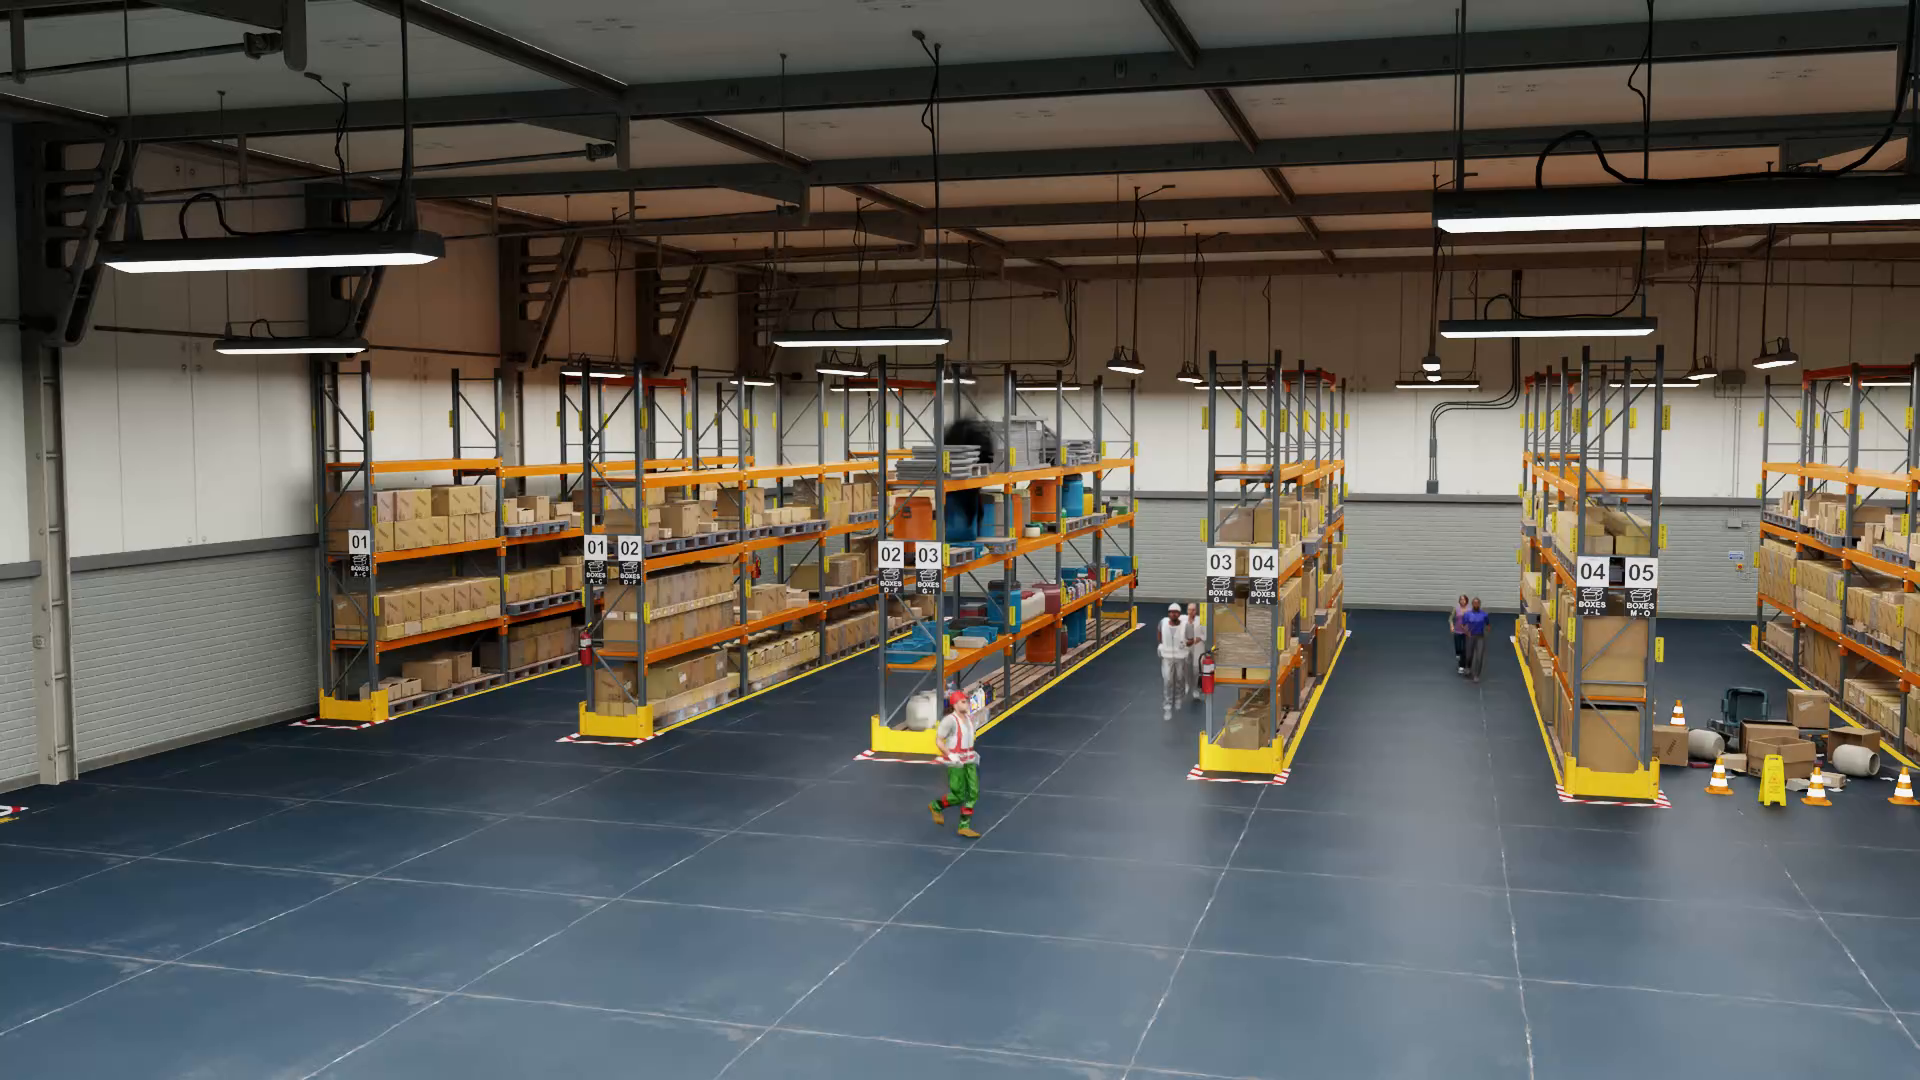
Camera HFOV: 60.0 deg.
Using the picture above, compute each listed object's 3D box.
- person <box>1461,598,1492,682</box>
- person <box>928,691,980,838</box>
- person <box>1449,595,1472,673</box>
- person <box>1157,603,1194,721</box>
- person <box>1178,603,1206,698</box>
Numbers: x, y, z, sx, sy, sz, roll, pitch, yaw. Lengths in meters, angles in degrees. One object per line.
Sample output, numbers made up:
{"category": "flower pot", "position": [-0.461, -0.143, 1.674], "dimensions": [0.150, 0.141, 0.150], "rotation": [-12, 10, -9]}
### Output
{"category": "person", "position": [9.944, 1.915, 32.036], "dimensions": [0.577, 1.593, 0.621], "rotation": [1, 4, 12]}
{"category": "person", "position": [-0.053, 2.695, 20.133], "dimensions": [0.707, 1.756, 0.664], "rotation": [3, 5, 39]}
{"category": "person", "position": [10.049, 1.864, 33.240], "dimensions": [0.544, 1.559, 0.544], "rotation": [1, 4, 17]}
{"category": "person", "position": [3.460, 1.931, 26.719], "dimensions": [0.599, 1.863, 0.875], "rotation": [1, 4, 9]}
{"category": "person", "position": [4.141, 2.023, 29.609], "dimensions": [0.626, 1.650, 0.980], "rotation": [1, 4, 11]}
